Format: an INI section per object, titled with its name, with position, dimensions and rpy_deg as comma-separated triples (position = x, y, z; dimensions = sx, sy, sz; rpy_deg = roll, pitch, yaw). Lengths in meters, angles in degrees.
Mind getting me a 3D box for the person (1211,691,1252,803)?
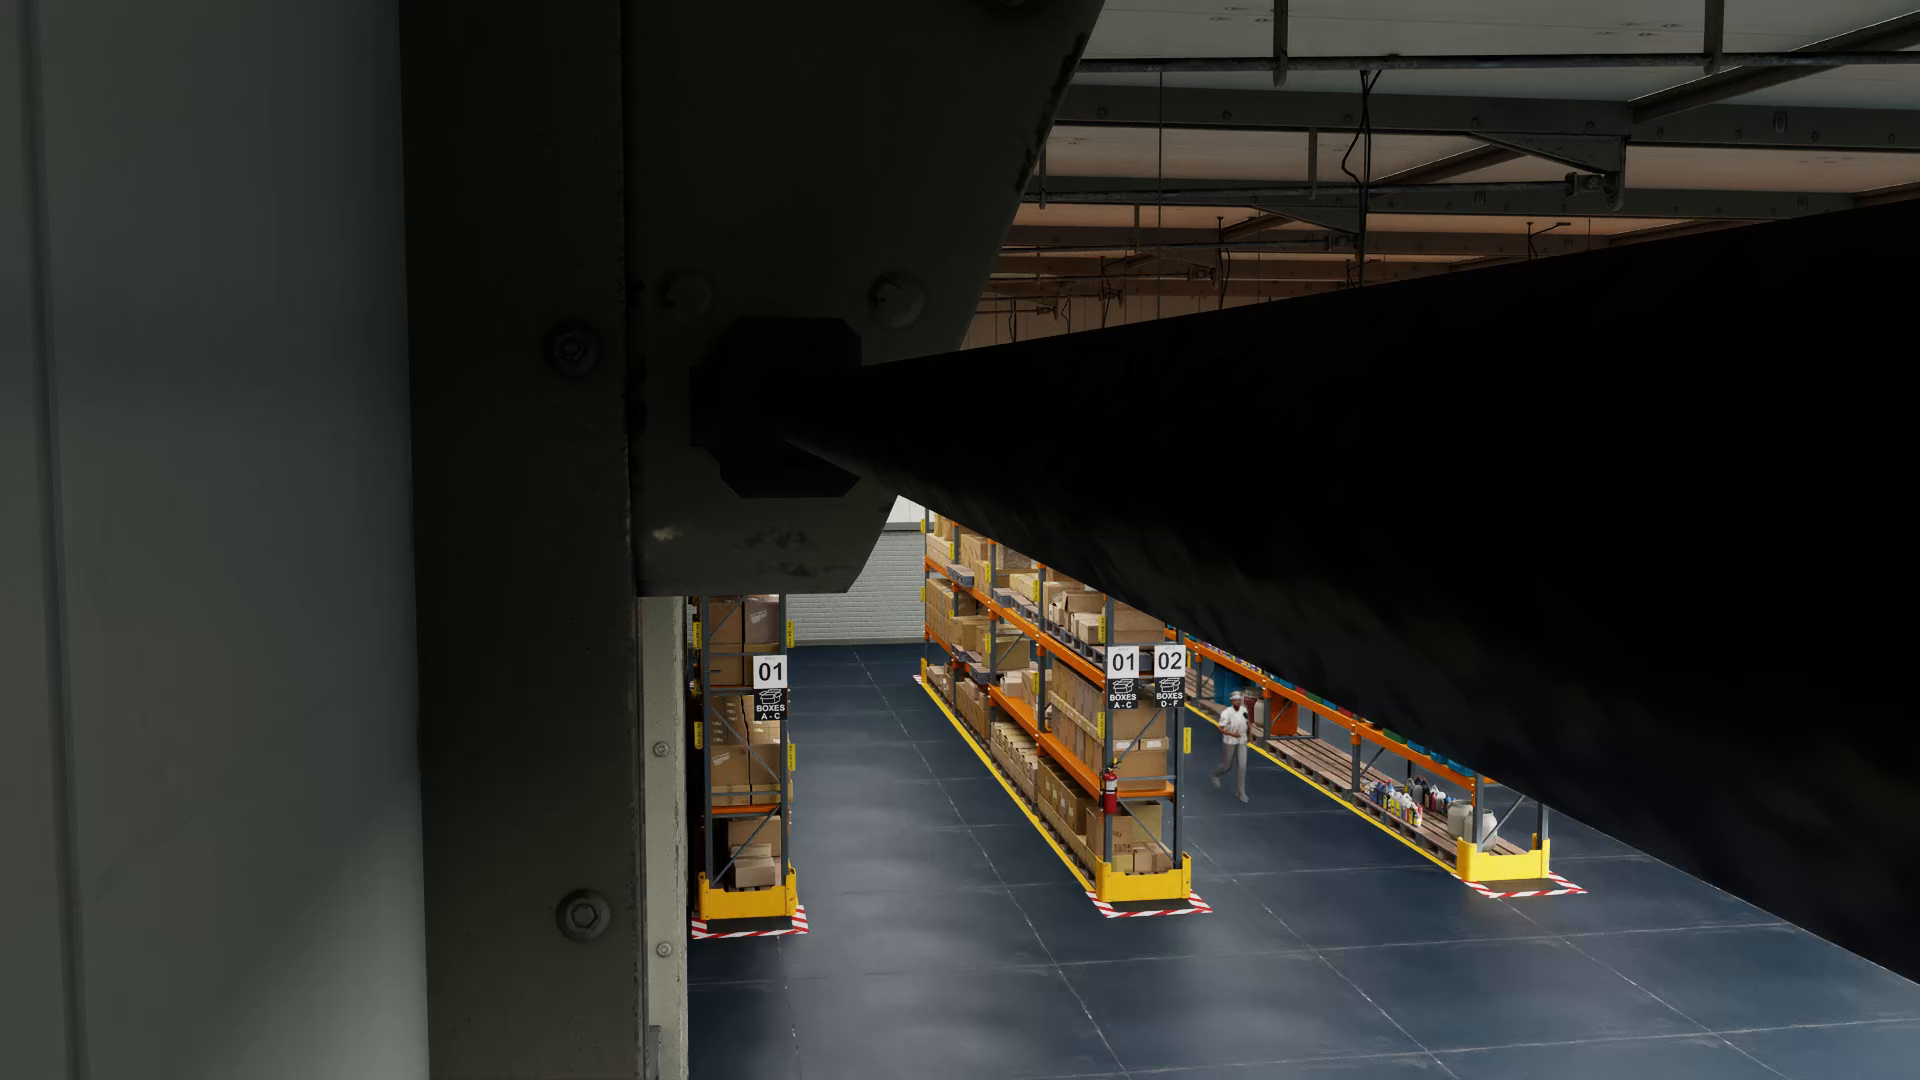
[person]
position = 4.307, 3.193, 26.138
dimensions = 0.589, 1.710, 0.918
rpy_deg = -1, 5, -15
